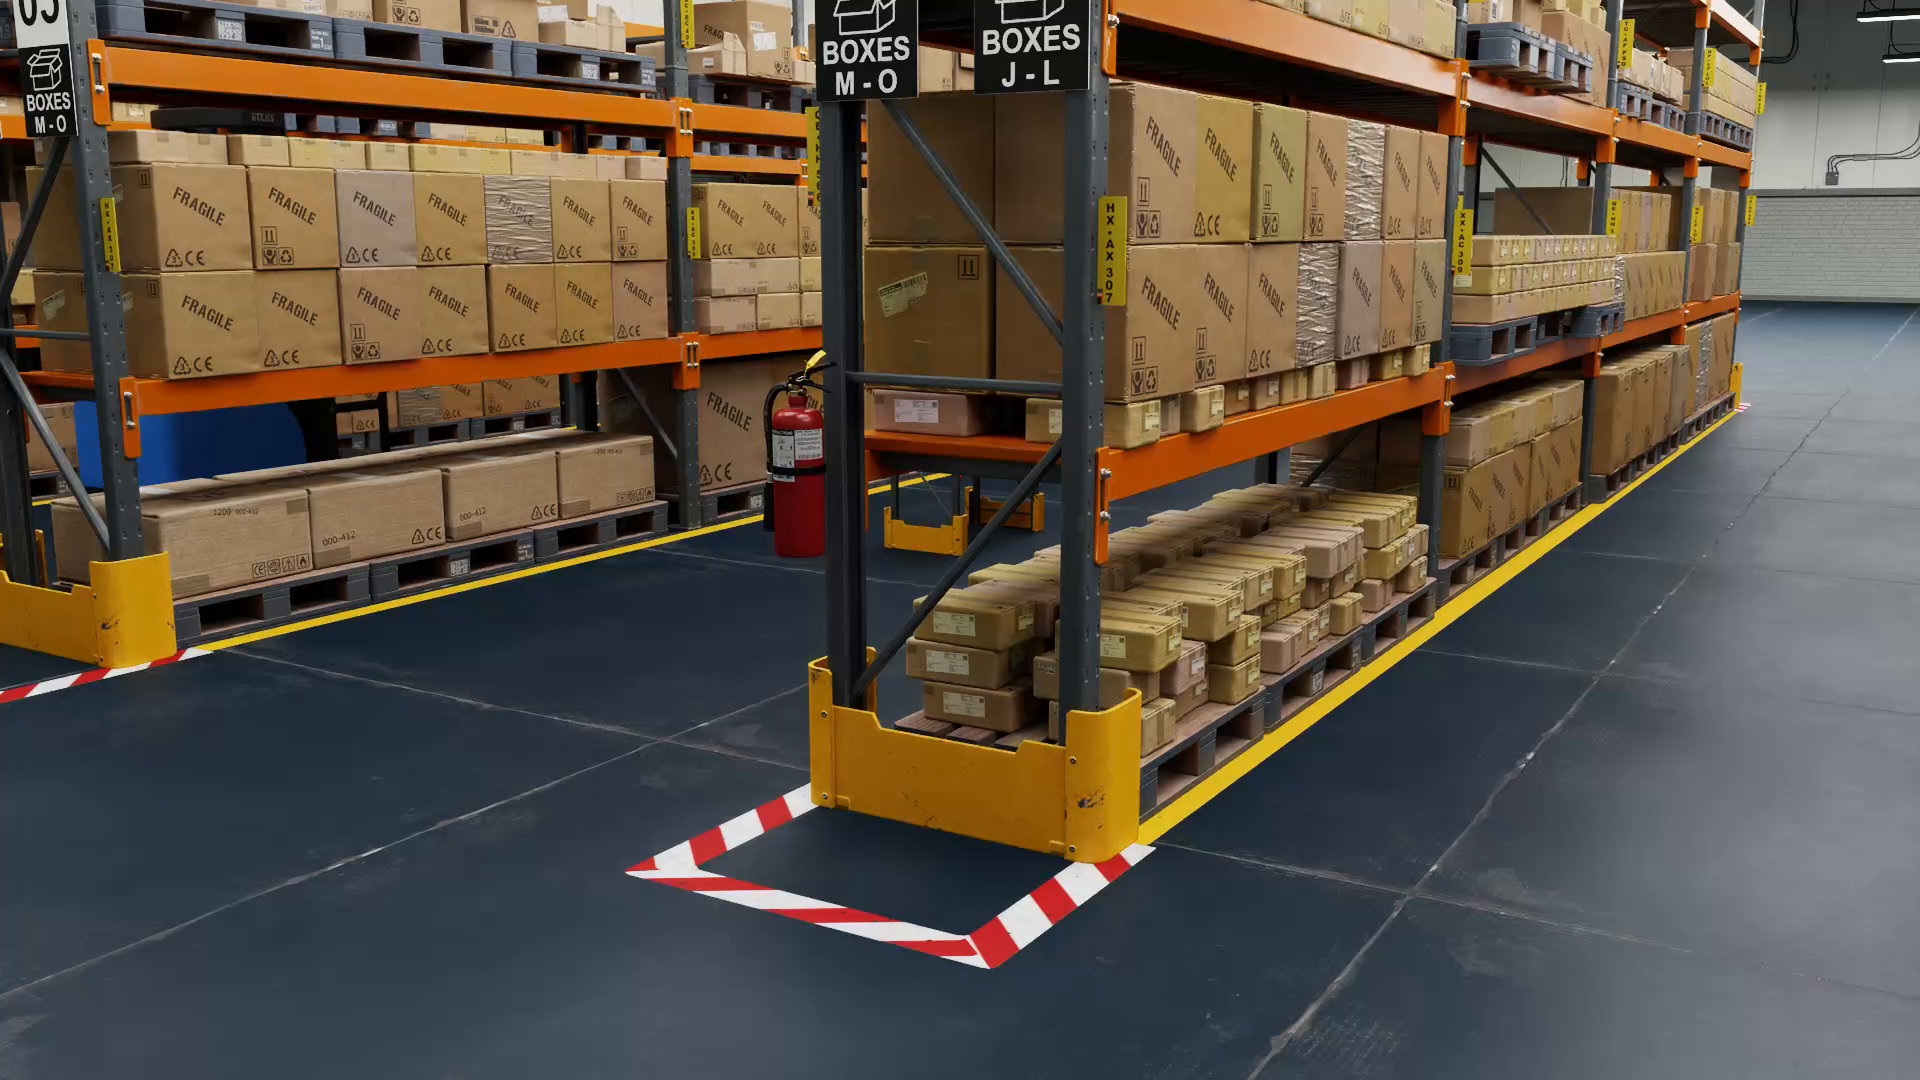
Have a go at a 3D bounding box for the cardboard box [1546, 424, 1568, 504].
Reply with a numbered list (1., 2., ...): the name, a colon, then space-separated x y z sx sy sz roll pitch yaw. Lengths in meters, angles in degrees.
1. cardboard box: 3.756 -0.529 11.196 0.500 0.500 0.500 7 13 33

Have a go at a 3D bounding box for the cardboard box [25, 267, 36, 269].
1. cardboard box: -7.199 -2.004 13.019 0.500 0.250 0.500 6 12 30

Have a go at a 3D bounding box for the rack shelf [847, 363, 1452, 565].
1. rack shelf: 1.032 -0.464 7.150 1.077 0.370 4.000 6 12 31

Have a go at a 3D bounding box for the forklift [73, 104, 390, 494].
1. forklift: -4.763 -1.699 11.981 1.130 2.935 3.031 6 12 28

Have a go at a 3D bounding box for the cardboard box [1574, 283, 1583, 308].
1. cardboard box: 3.750 -1.562 10.602 0.380 0.149 0.250 6 12 28

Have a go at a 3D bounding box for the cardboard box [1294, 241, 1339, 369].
1. cardboard box: 1.244 -0.986 6.903 0.500 0.500 0.500 6 12 29

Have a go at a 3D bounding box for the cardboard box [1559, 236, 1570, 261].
1. cardboard box: 3.476 -1.772 10.105 0.380 0.149 0.250 7 13 32

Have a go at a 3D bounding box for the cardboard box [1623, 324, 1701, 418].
1. cardboard box: 6.610 -1.645 16.135 0.875 0.875 0.875 7 12 32

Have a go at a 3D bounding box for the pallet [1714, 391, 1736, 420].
1. pallet: 7.952 -1.515 18.390 1.003 0.211 1.213 6 12 31

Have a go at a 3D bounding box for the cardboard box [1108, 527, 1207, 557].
1. cardboard box: 0.882 0.048 7.450 0.380 0.149 0.250 6 12 31

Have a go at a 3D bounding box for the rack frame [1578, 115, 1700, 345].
1. rack frame: 6.224 -2.390 15.485 1.000 3.000 0.127 6 12 31

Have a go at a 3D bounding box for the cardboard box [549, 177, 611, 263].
1. cardboard box: -2.492 -1.950 10.145 0.500 0.500 0.500 6 12 30

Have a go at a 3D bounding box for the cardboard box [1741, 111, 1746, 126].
1. cardboard box: 8.022 -4.421 17.453 0.380 0.149 0.250 7 12 31

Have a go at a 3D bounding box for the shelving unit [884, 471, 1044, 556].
1. shelving unit: 0.040 -0.749 10.795 0.587 1.500 1.083 6 12 31

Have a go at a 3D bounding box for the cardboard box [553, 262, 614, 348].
1. cardboard box: -2.497 -1.459 10.241 0.500 0.500 0.500 6 12 29

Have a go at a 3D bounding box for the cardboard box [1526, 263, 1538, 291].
1. cardboard box: 3.069 -1.502 9.472 0.380 0.149 0.250 6 12 28

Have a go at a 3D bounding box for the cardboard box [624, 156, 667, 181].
1. cardboard box: -2.100 -2.370 10.624 0.380 0.149 0.250 6 12 30

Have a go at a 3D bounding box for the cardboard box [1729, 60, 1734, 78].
1. cardboard box: 7.363 -4.614 16.313 0.380 0.149 0.250 6 12 31

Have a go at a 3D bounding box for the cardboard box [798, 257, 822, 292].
1. cardboard box: -1.212 -1.965 12.262 0.500 0.250 0.500 7 12 31

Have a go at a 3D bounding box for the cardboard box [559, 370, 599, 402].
1. cardboard box: -4.044 -1.828 17.793 0.875 0.625 0.625 7 13 32

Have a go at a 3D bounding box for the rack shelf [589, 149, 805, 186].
1. rack shelf: -3.342 -4.127 18.566 1.077 0.370 4.000 6 12 31

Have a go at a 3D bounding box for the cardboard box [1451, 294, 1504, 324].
1. cardboard box: 2.668 -1.233 8.845 0.380 0.149 0.250 6 12 28

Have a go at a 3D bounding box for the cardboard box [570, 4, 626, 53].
1. cardboard box: -2.271 -3.122 10.194 0.396 0.266 0.258 7 13 32

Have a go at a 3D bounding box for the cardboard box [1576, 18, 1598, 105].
1. cardboard box: 3.820 -3.091 10.803 0.500 0.500 0.500 6 12 31

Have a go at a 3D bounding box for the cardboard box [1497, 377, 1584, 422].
1. cardboard box: 4.016 -0.975 11.539 0.500 0.250 0.500 6 12 29

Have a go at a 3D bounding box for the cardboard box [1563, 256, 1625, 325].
1. cardboard box: 4.611 -1.855 12.355 0.500 0.500 0.500 7 12 31

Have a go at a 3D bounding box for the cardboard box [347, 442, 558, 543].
1. cardboard box: -3.094 -0.307 10.178 0.875 0.438 0.875 6 12 29

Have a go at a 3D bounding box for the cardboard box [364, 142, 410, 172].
1. cardboard box: -3.182 -2.052 8.924 0.380 0.149 0.250 7 12 31

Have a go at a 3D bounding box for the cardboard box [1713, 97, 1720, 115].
1. cardboard box: 6.967 -4.102 15.744 0.380 0.149 0.250 6 12 31

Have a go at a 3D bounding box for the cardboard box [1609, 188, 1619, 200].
1. cardboard box: 4.650 -2.451 12.821 0.700 0.500 0.500 6 12 30

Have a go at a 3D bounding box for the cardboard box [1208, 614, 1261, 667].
1. cardboard box: 0.953 0.373 6.522 0.380 0.149 0.250 7 13 32

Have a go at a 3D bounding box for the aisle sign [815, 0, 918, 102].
1. aisle sign: -0.300 -1.798 5.257 0.394 0.787 0.004 6 12 31

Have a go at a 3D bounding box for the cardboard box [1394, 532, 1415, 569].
1. cardboard box: 2.049 0.040 8.300 0.380 0.149 0.250 6 12 28

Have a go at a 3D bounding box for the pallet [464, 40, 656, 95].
1. pallet: -2.646 -2.892 10.256 1.003 0.211 1.213 6 12 31

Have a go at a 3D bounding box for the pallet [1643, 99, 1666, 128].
1. pallet: 5.014 -3.425 13.375 1.003 0.211 1.213 7 13 33

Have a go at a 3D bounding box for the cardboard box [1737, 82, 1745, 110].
1. cardboard box: 7.764 -4.561 17.113 0.500 0.250 0.500 6 12 30

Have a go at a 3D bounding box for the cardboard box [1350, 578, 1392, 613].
1. cardboard box: 1.870 0.238 8.054 0.380 0.149 0.250 6 12 29

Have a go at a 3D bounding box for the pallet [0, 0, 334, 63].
1. pallet: -3.913 -2.509 8.206 1.003 0.211 1.213 6 12 31

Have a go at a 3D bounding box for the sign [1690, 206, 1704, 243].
1. sign: 6.693 -2.870 15.117 0.100 0.325 0.005 6 12 31

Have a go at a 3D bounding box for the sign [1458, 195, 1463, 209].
1. sign: 3.671 -2.383 12.299 0.100 0.325 0.005 6 12 31

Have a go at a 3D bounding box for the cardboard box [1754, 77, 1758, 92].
1. cardboard box: 8.416 -4.932 18.015 0.380 0.149 0.250 7 12 31

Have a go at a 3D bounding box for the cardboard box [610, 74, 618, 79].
1. cardboard box: -3.796 -4.562 17.247 0.500 0.500 0.500 7 12 31

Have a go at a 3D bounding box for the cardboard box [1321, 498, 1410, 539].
1. cardboard box: 2.010 -0.105 8.267 0.380 0.149 0.250 7 12 31

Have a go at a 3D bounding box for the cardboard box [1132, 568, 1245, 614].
1. cardboard box: 0.895 0.220 6.530 0.380 0.149 0.250 6 12 28

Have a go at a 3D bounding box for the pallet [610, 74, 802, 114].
1. pallet: -1.779 -3.118 11.743 0.805 0.209 1.217 6 12 28

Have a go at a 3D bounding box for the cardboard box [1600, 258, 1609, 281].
1. cardboard box: 4.143 -1.827 11.209 0.380 0.149 0.250 7 13 33

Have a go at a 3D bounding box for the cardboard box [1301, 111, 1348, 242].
1. cardboard box: 1.261 -1.475 6.800 0.500 0.500 0.500 6 12 29

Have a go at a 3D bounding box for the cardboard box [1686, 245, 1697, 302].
1. cardboard box: 6.672 -2.612 16.261 0.875 0.550 0.550 6 12 31

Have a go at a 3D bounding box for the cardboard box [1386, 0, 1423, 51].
1. cardboard box: 1.777 -2.352 7.539 0.500 0.250 0.500 6 12 31

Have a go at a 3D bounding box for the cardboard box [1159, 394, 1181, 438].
1. cardboard box: 0.539 -0.443 5.767 0.380 0.149 0.250 7 13 33

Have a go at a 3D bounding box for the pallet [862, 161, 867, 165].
1. pallet: -1.248 -5.080 21.939 1.003 0.211 1.213 6 12 31

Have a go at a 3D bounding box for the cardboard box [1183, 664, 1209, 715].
1. cardboard box: 0.729 0.551 6.378 0.380 0.149 0.250 7 12 31

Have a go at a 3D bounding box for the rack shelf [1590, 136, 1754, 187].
1. rack shelf: 7.262 -3.826 16.955 1.077 0.370 4.000 6 12 31

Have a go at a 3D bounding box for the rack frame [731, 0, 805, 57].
1. rack frame: -2.303 -6.270 19.904 1.000 3.000 0.127 6 12 31

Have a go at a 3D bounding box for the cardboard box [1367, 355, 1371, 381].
1. cardboard box: 1.700 -0.820 7.781 0.380 0.149 0.250 6 12 29

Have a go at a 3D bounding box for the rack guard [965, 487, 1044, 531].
1. rack guard: 0.298 -0.213 11.328 0.587 0.250 0.087 6 12 31

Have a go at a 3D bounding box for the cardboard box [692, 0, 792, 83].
1. cardboard box: -1.507 -3.430 11.474 0.500 0.500 0.500 6 12 30
